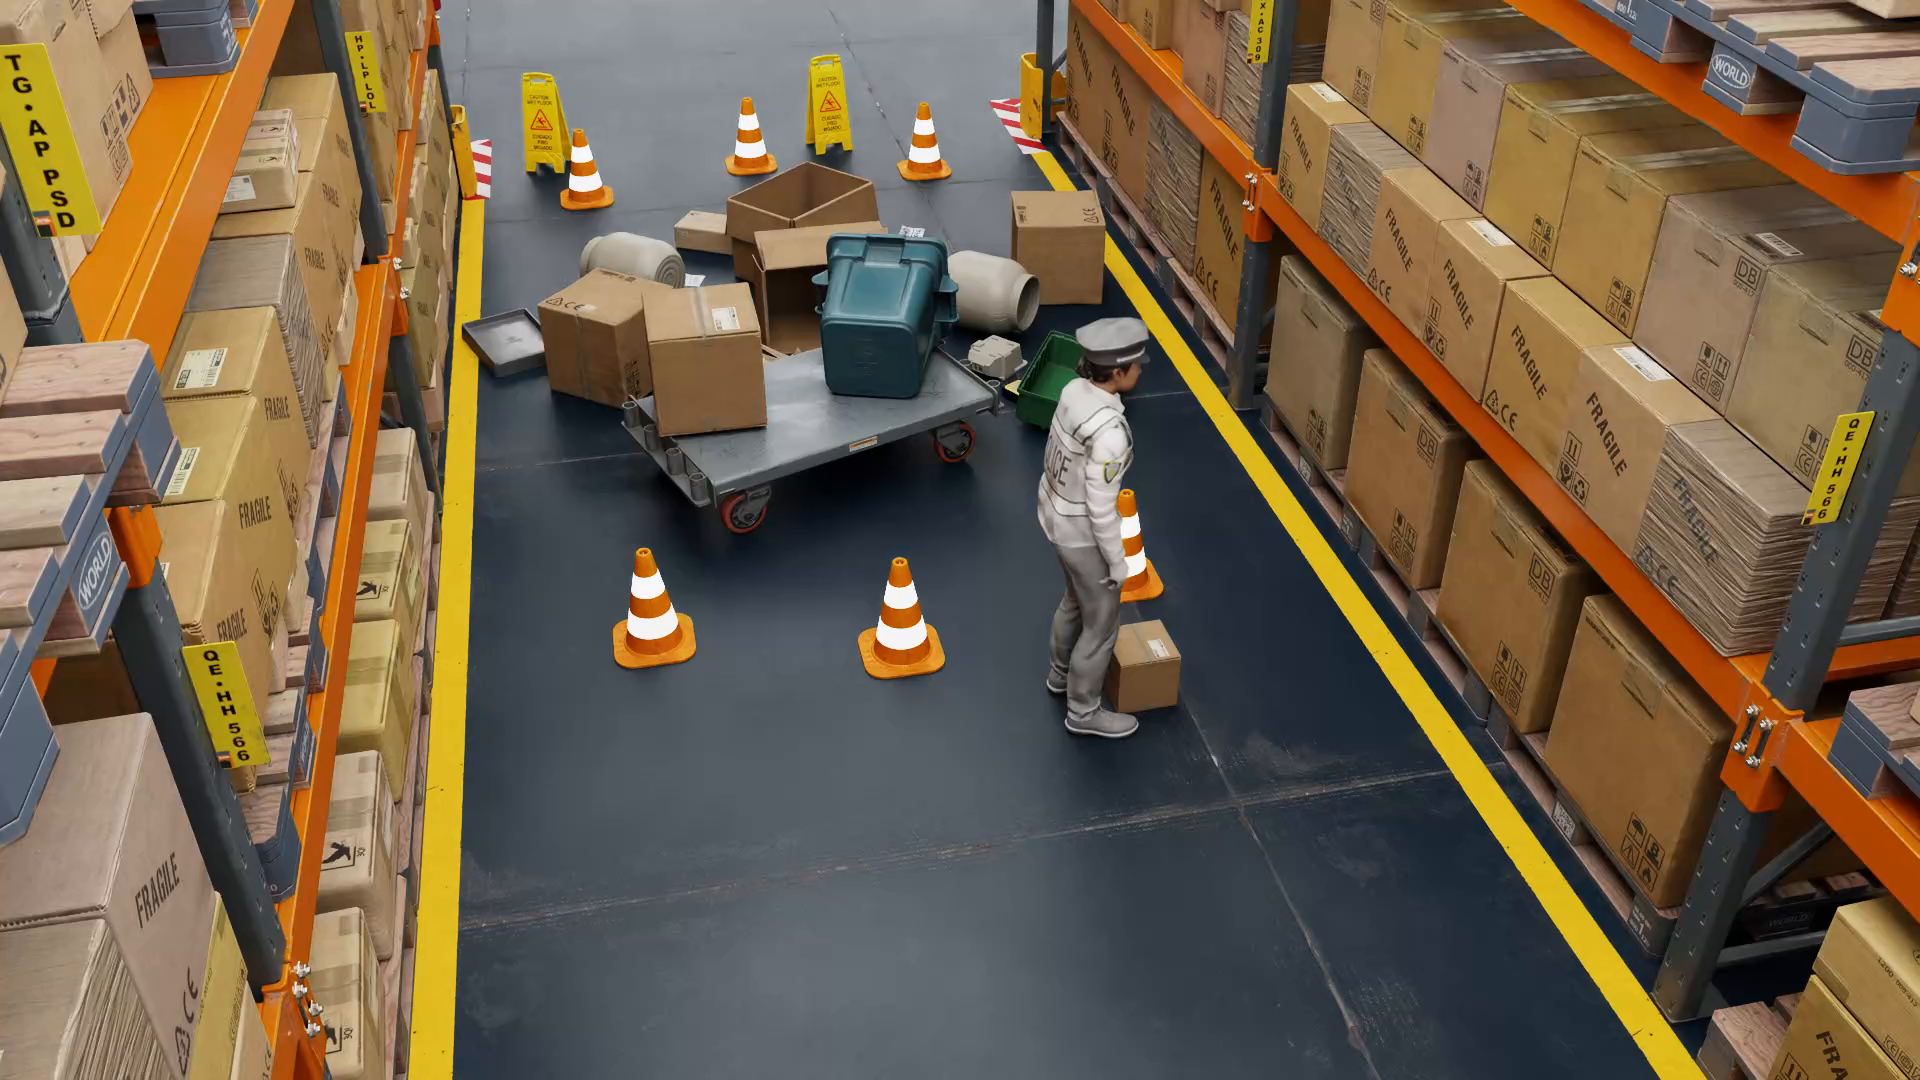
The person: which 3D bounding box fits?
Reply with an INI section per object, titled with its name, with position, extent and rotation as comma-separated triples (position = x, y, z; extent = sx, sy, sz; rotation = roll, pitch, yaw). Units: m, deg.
[person]
position = 0.487, -0.039, 6.196
extent = 0.372, 1.664, 0.528
rotation = -7, 35, -10
